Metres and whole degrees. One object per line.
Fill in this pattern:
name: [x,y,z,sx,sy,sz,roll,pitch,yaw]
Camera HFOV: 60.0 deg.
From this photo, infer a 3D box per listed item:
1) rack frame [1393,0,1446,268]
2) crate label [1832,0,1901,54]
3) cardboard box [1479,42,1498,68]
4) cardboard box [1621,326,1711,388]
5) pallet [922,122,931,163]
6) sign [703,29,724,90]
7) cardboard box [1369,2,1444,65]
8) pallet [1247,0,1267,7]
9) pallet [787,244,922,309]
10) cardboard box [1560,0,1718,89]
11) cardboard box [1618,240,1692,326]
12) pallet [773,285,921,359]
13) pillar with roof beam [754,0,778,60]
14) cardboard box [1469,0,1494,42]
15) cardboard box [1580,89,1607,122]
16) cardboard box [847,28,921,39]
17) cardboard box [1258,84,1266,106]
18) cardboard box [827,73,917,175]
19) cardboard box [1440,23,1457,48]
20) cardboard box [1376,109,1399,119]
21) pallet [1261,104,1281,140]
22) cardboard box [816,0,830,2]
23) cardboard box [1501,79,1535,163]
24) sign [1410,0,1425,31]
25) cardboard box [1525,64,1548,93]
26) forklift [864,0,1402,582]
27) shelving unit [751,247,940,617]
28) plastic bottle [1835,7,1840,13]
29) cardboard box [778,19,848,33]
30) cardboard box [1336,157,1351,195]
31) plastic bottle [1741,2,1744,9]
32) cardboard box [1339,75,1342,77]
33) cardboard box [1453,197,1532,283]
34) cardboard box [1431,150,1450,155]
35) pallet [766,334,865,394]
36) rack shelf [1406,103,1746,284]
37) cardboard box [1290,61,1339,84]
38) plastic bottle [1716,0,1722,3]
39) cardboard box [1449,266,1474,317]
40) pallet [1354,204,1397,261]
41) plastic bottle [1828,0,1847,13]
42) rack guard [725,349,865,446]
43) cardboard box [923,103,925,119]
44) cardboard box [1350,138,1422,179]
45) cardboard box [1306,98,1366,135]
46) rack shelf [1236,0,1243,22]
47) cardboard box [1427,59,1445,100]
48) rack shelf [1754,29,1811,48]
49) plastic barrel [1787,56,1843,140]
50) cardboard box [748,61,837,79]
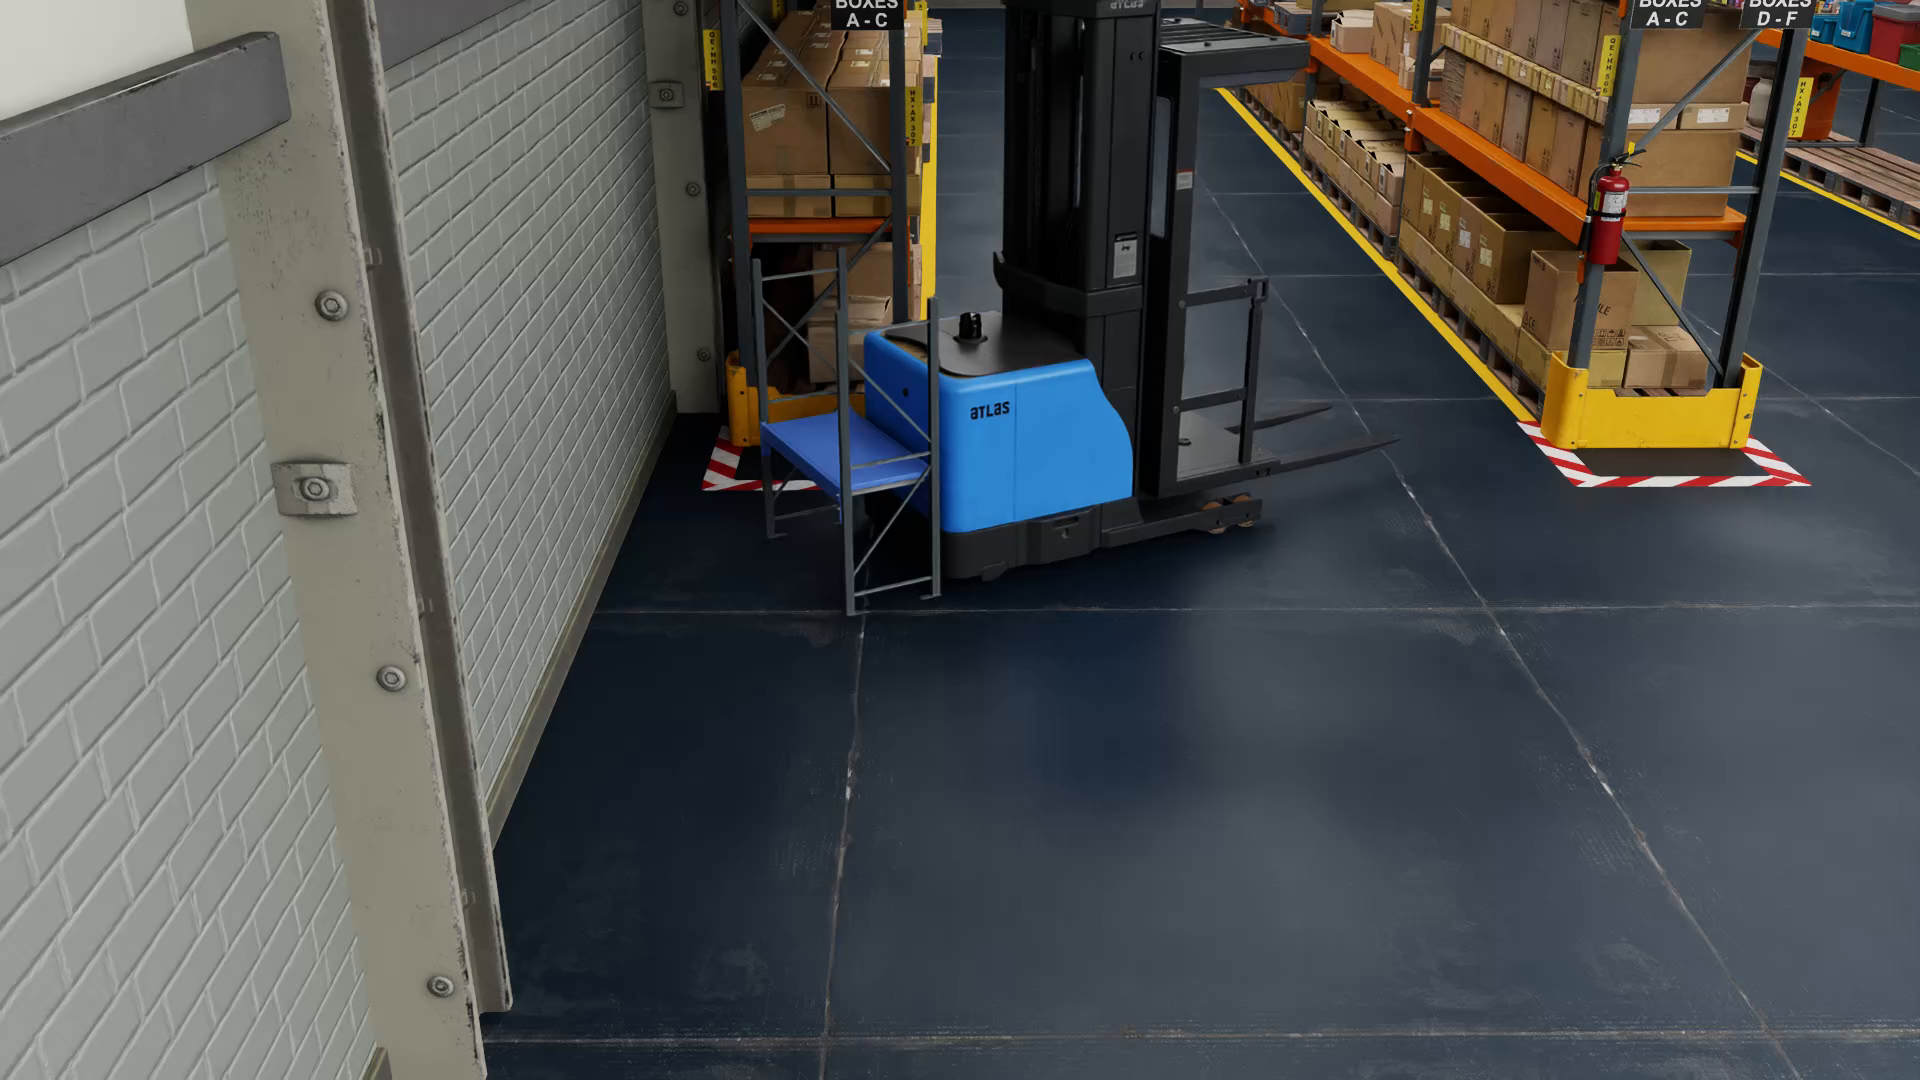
rack frame: [4.106,-3.643,13.166,1.000,3.000,0.127,0,24,-1]
crate label: [8.756,-4.918,15.941,0.502,0.435,0.616,0,24,-1]
cardboard box: [3.927,-3.452,11.834,0.380,0.149,0.250,-1,24,-2]
cardboard box: [4.366,-1.156,10.492,0.500,0.250,0.500,0,24,-1]
pallet: [-0.825,-4.323,18.051,1.003,0.211,1.213,0,24,-1]
sign: [-1.359,-2.649,9.178,0.100,0.325,0.005,0,24,-1]
cardboard box: [4.097,-4.646,15.261,0.500,0.500,0.500,-2,24,-3]
pallet: [3.918,-6.523,19.765,1.003,0.211,1.213,0,24,-1]
pallet: [-0.805,-2.072,13.076,1.003,0.211,1.213,0,24,-1]
cardboard box: [4.145,-3.063,10.186,0.700,0.500,0.500,-1,24,-2]
cardboard box: [4.359,-1.703,10.793,0.500,0.500,0.500,0,24,-1]
pallet: [-0.789,-1.569,11.962,1.003,0.211,1.213,0,24,-1]
pillar with roof beam: [2.563,-7.481,14.371,9.100,9.000,0.400,0,24,-1]
cardboard box: [4.124,-3.889,12.013,0.700,0.500,0.500,0,24,-1]
cardboard box: [3.950,-2.601,9.952,0.380,0.149,0.250,0,24,1]
cardboard box: [-0.527,-3.295,11.644,0.500,0.500,0.500,-1,24,-2]
cardboard box: [3.795,-5.375,19.495,0.500,0.500,0.500,0,24,0]
cardboard box: [-0.509,-2.452,9.779,0.500,0.500,0.500,0,24,0]
cardboard box: [3.915,-3.873,12.765,0.380,0.149,0.250,0,24,-1]
cardboard box: [4.326,-4.057,16.226,0.500,0.311,0.500,-1,24,-1]
pallet: [4.081,-4.830,19.174,1.003,0.211,1.213,0,24,-1]
cardboard box: [-0.818,-4.306,13.975,0.700,0.500,0.500,2,24,5]
cardboard box: [4.137,-2.871,11.337,0.700,0.500,0.500,0,24,1]
sign: [3.563,-4.128,12.929,0.100,0.325,0.005,0,24,-1]
cardboard box: [3.939,-3.026,10.893,0.380,0.149,0.250,0,24,1]
forklift: [1.037,-1.546,8.611,3.031,2.935,1.130,-12,27,-25]
shelving unit: [-0.563,-0.553,8.152,0.538,1.500,1.048,-12,27,-25]
plastic bottle: [9.182,-5.435,17.277,0.152,0.276,0.135,0,24,-1]
cardboard box: [-1.049,-3.494,12.084,0.500,0.500,0.500,0,24,-1]
cardboard box: [3.797,-3.380,15.411,0.500,0.250,0.500,0,24,1]
plastic bottle: [8.591,-5.810,18.198,0.097,0.201,0.097,0,24,0]
cardboard box: [4.331,-4.964,18.586,0.500,0.500,0.500,-1,24,-1]
cardboard box: [3.816,-2.113,11.699,0.500,0.500,0.500,0,24,-1]
cardboard box: [4.350,-3.215,14.365,0.500,0.311,0.500,-1,24,-1]
pallet: [-0.778,-1.067,10.853,1.003,0.211,1.213,0,24,-1]
rack shelf: [4.128,-2.492,11.492,1.077,0.370,4.000,0,24,-1]
cardboard box: [3.812,-5.102,17.981,0.500,0.250,0.500,1,24,1]
plastic bottle: [8.608,-6.123,18.707,0.144,0.351,0.185,0,24,-1]
cardboard box: [3.820,-1.771,11.854,0.500,0.250,0.500,0,24,-1]
pallet: [4.059,-2.676,14.411,1.003,0.211,1.213,0,24,-1]
plastic bottle: [9.329,-5.626,17.701,0.152,0.276,0.135,0,24,-1]
rack guard: [-0.805,-0.864,10.053,1.175,0.500,0.348,0,24,-1]
cardboard box: [-0.771,-5.144,18.583,0.750,0.750,0.750,0,24,-1]
cardboard box: [3.800,-3.423,14.825,0.500,0.311,0.500,0,24,-1]
cardboard box: [3.774,-4.269,16.695,0.500,0.311,0.500,1,24,1]
rack shelf: [3.997,-7.436,22.425,1.077,0.370,4.000,0,24,-1]
cardboard box: [4.057,-3.778,13.645,0.500,0.250,0.500,1,24,3]
rack shelf: [8.993,-5.809,18.826,1.077,0.370,4.000,0,24,-1]
plastic barrel: [8.993,-4.716,17.662,0.600,0.830,0.708,0,24,-1]
cardboard box: [-1.017,-2.655,10.227,0.500,0.500,0.500,0,24,0]
